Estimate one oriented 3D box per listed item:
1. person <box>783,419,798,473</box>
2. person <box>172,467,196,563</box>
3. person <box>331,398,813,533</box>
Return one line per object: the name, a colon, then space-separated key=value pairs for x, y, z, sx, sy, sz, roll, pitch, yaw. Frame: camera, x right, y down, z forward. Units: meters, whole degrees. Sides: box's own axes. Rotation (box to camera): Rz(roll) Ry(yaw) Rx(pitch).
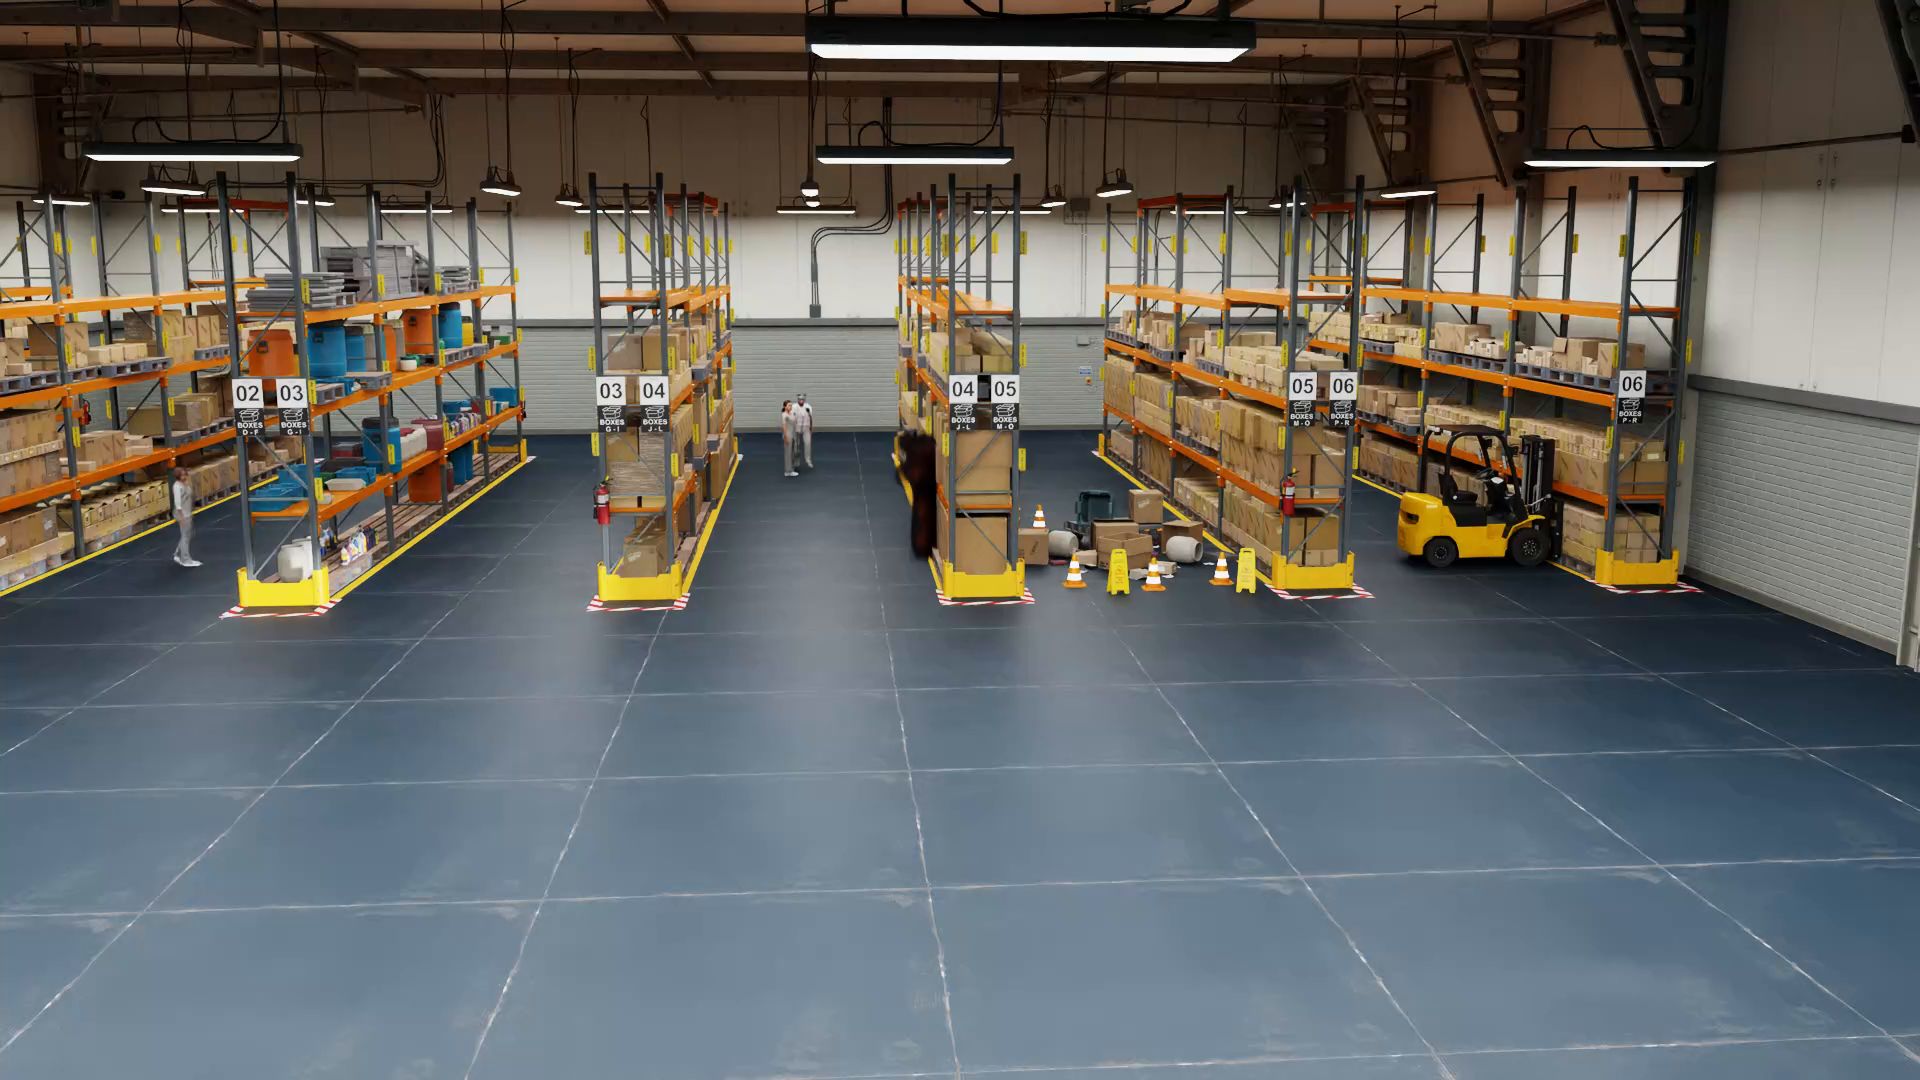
person: x=-3.741 y=-2.086 z=36.670 sx=0.318 sy=1.202 sz=0.386 roll=3 pitch=10 yaw=15
person: x=-12.221 y=-0.404 z=26.172 sx=0.363 sy=1.527 sz=0.395 roll=-6 pitch=11 yaw=-29
person: x=-6.767 y=-1.580 z=32.379 sx=8.174 sy=1.598 sz=10.748 roll=-1 pitch=10 yaw=-7
